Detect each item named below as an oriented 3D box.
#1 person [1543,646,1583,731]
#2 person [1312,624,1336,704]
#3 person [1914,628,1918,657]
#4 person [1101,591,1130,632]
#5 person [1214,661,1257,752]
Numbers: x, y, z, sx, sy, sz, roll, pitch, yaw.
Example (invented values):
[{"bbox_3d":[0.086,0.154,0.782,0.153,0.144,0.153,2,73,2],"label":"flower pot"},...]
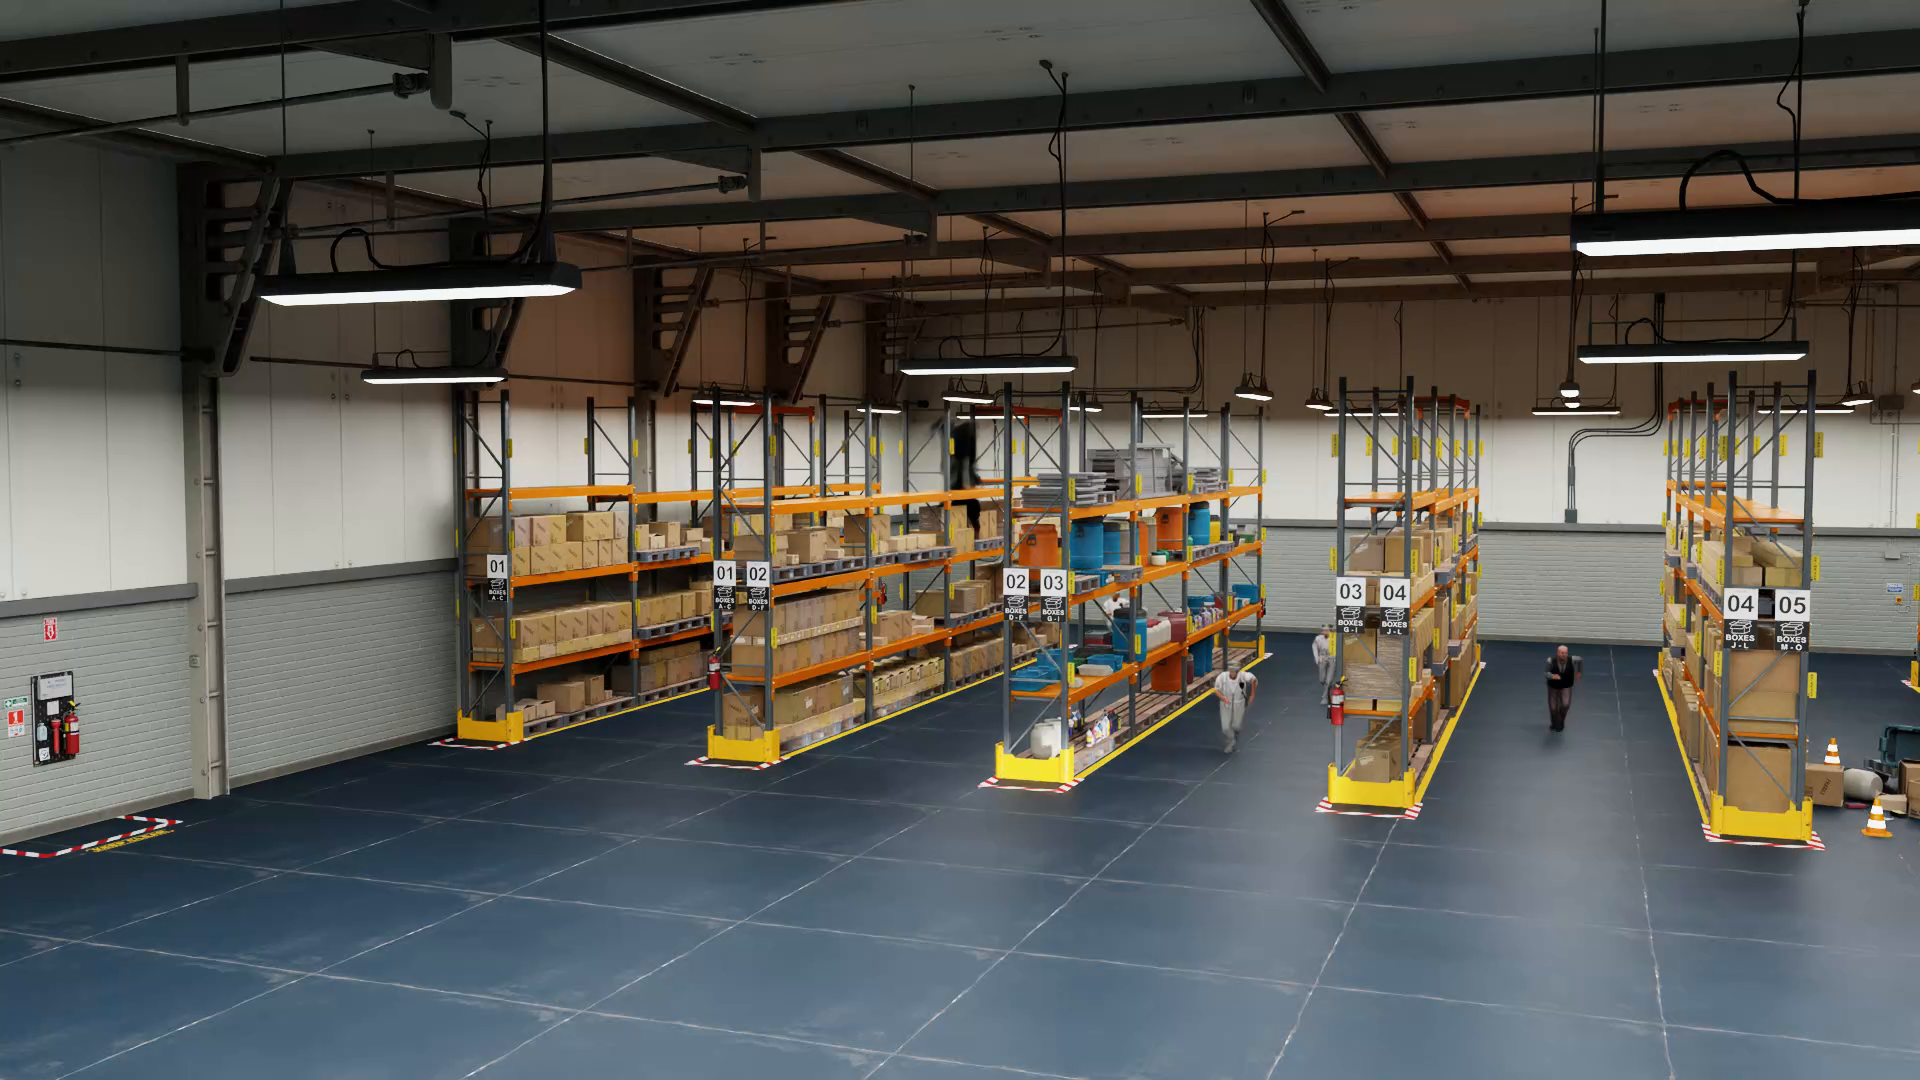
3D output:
[{"bbox_3d":[10.572,2.600,29.175,0.688,1.555,0.933,1,3,12],"label":"person"},{"bbox_3d":[7.205,2.420,32.618,0.608,1.619,0.689,1,3,17],"label":"person"},{"bbox_3d":[20.996,2.230,35.981,0.662,1.569,0.506,0,3,8],"label":"person"},{"bbox_3d":[3.395,1.905,36.221,0.628,1.728,0.871,1,3,15],"label":"person"},{"bbox_3d":[4.514,2.730,27.216,0.693,1.566,0.840,0,3,9],"label":"person"}]
